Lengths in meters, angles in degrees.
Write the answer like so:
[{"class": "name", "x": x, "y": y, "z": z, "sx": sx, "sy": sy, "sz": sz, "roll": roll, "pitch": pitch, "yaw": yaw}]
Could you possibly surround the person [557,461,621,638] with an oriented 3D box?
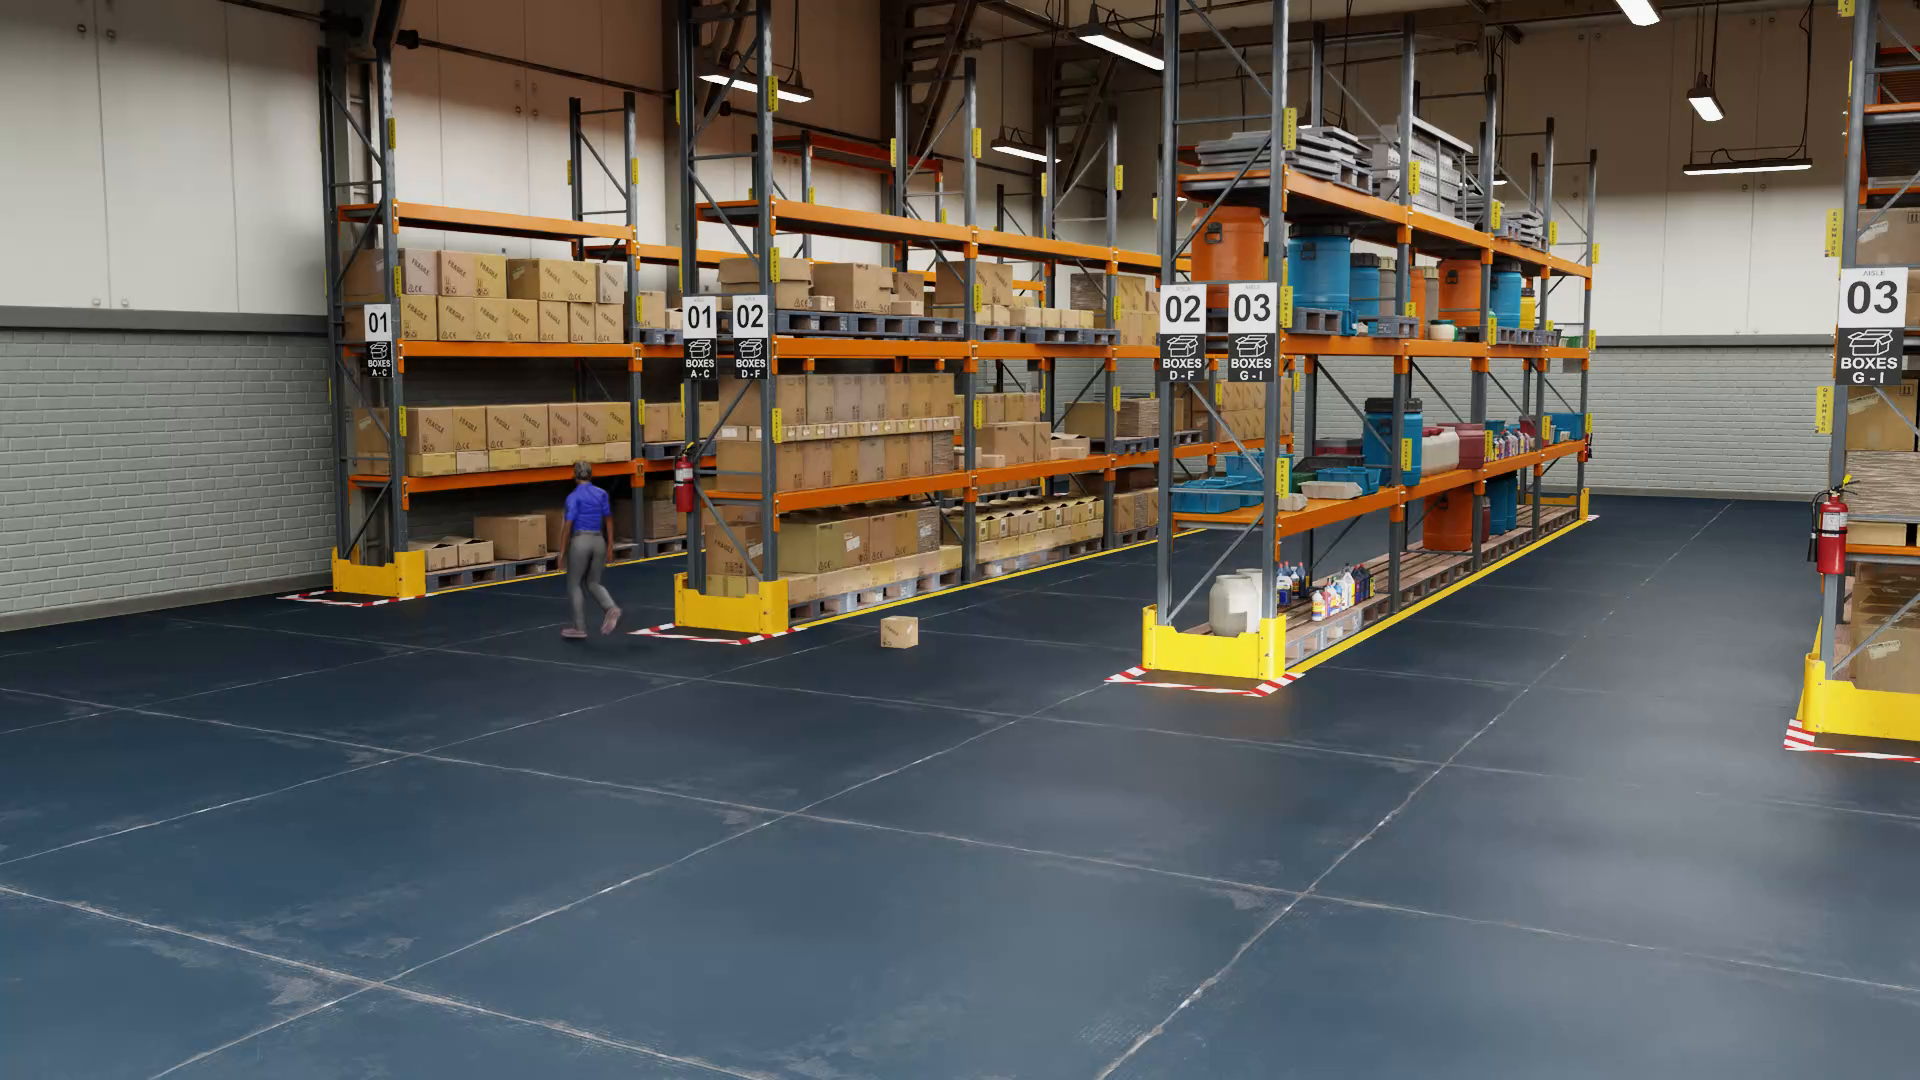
[{"class": "person", "x": -3.419, "y": 0.090, "z": 15.374, "sx": 0.590, "sy": 1.633, "sz": 0.531, "roll": 5, "pitch": 8, "yaw": 40}]
